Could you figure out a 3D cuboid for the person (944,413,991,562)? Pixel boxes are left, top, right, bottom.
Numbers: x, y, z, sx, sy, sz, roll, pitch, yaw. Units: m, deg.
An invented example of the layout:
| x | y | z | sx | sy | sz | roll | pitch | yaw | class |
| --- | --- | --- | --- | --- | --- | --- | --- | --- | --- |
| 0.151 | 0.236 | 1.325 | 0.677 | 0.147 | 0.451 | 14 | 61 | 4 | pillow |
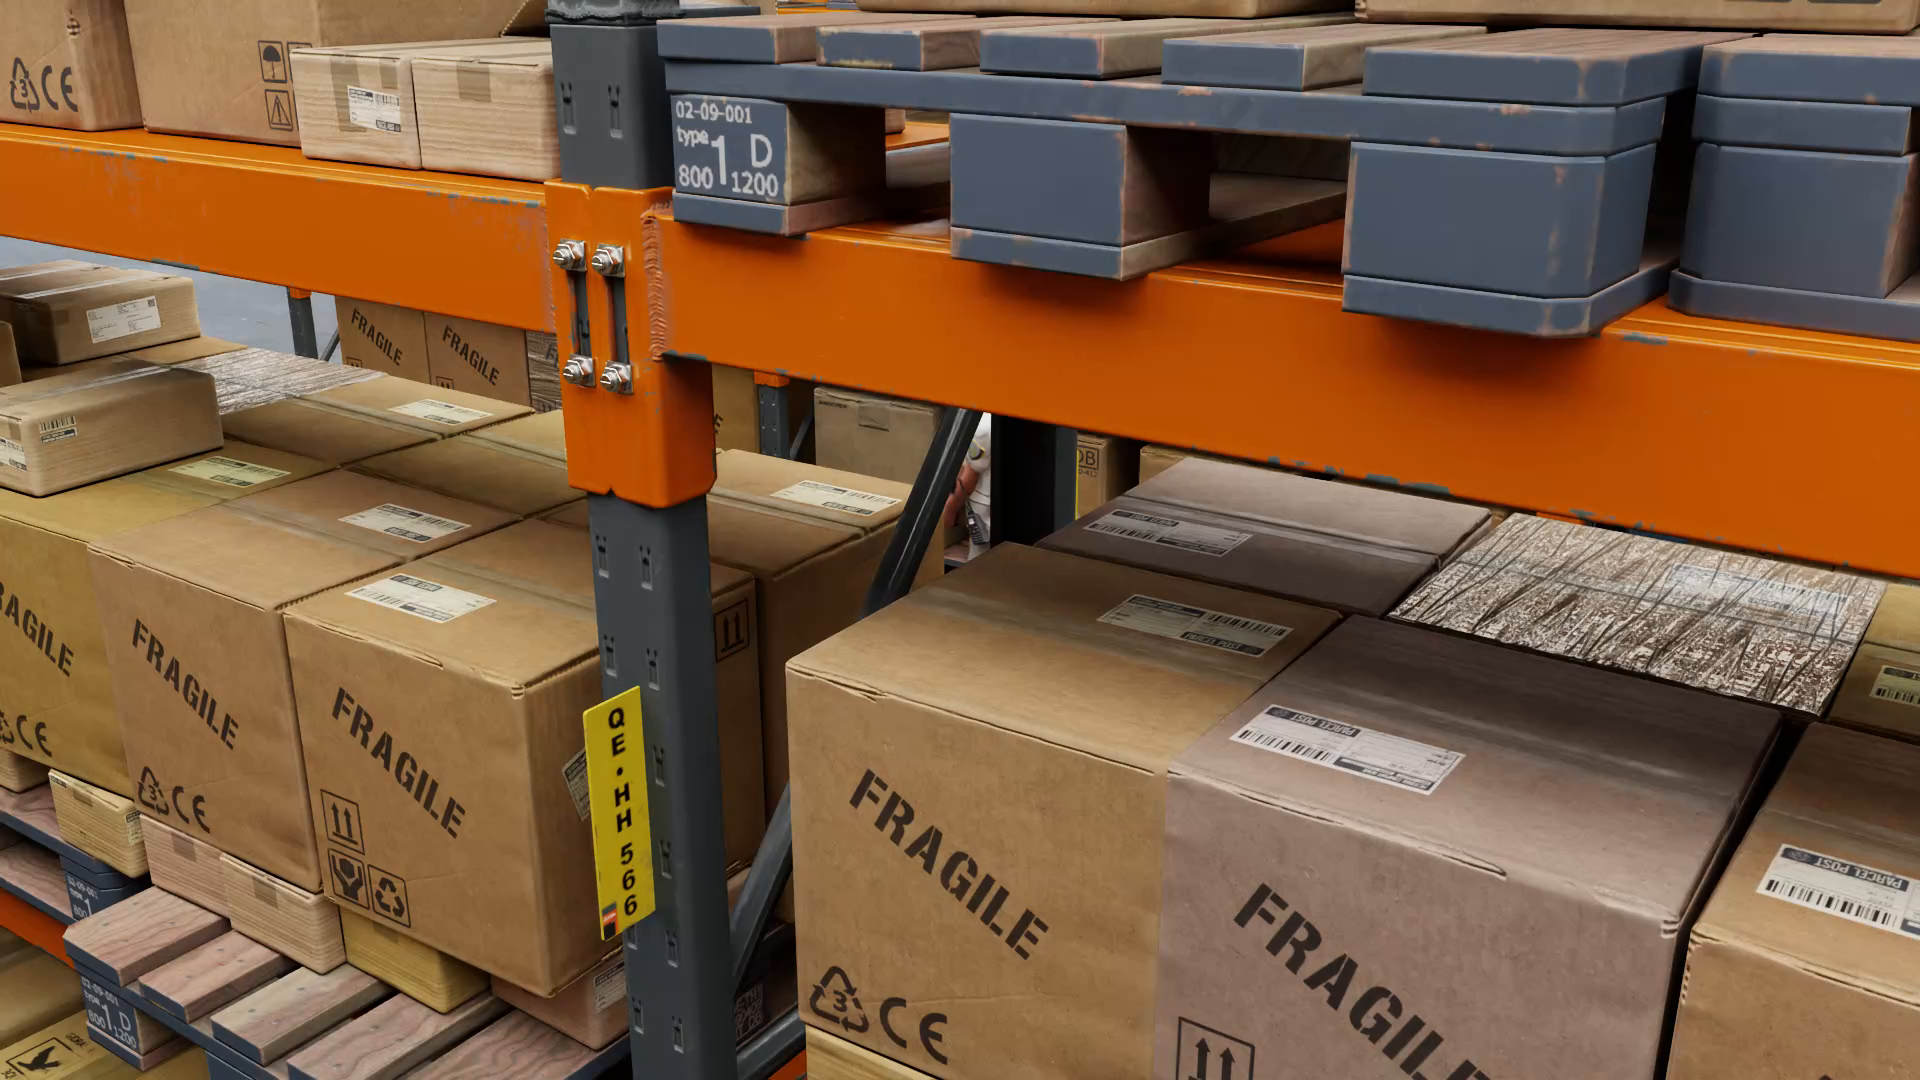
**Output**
| x | y | z | sx | sy | sz | roll | pitch | yaw | class |
| --- | --- | --- | --- | --- | --- | --- | --- | --- | --- |
| 0.167 | -0.045 | 6.660 | 0.494 | 1.767 | 0.572 | -17 | 26 | -40 | person |
